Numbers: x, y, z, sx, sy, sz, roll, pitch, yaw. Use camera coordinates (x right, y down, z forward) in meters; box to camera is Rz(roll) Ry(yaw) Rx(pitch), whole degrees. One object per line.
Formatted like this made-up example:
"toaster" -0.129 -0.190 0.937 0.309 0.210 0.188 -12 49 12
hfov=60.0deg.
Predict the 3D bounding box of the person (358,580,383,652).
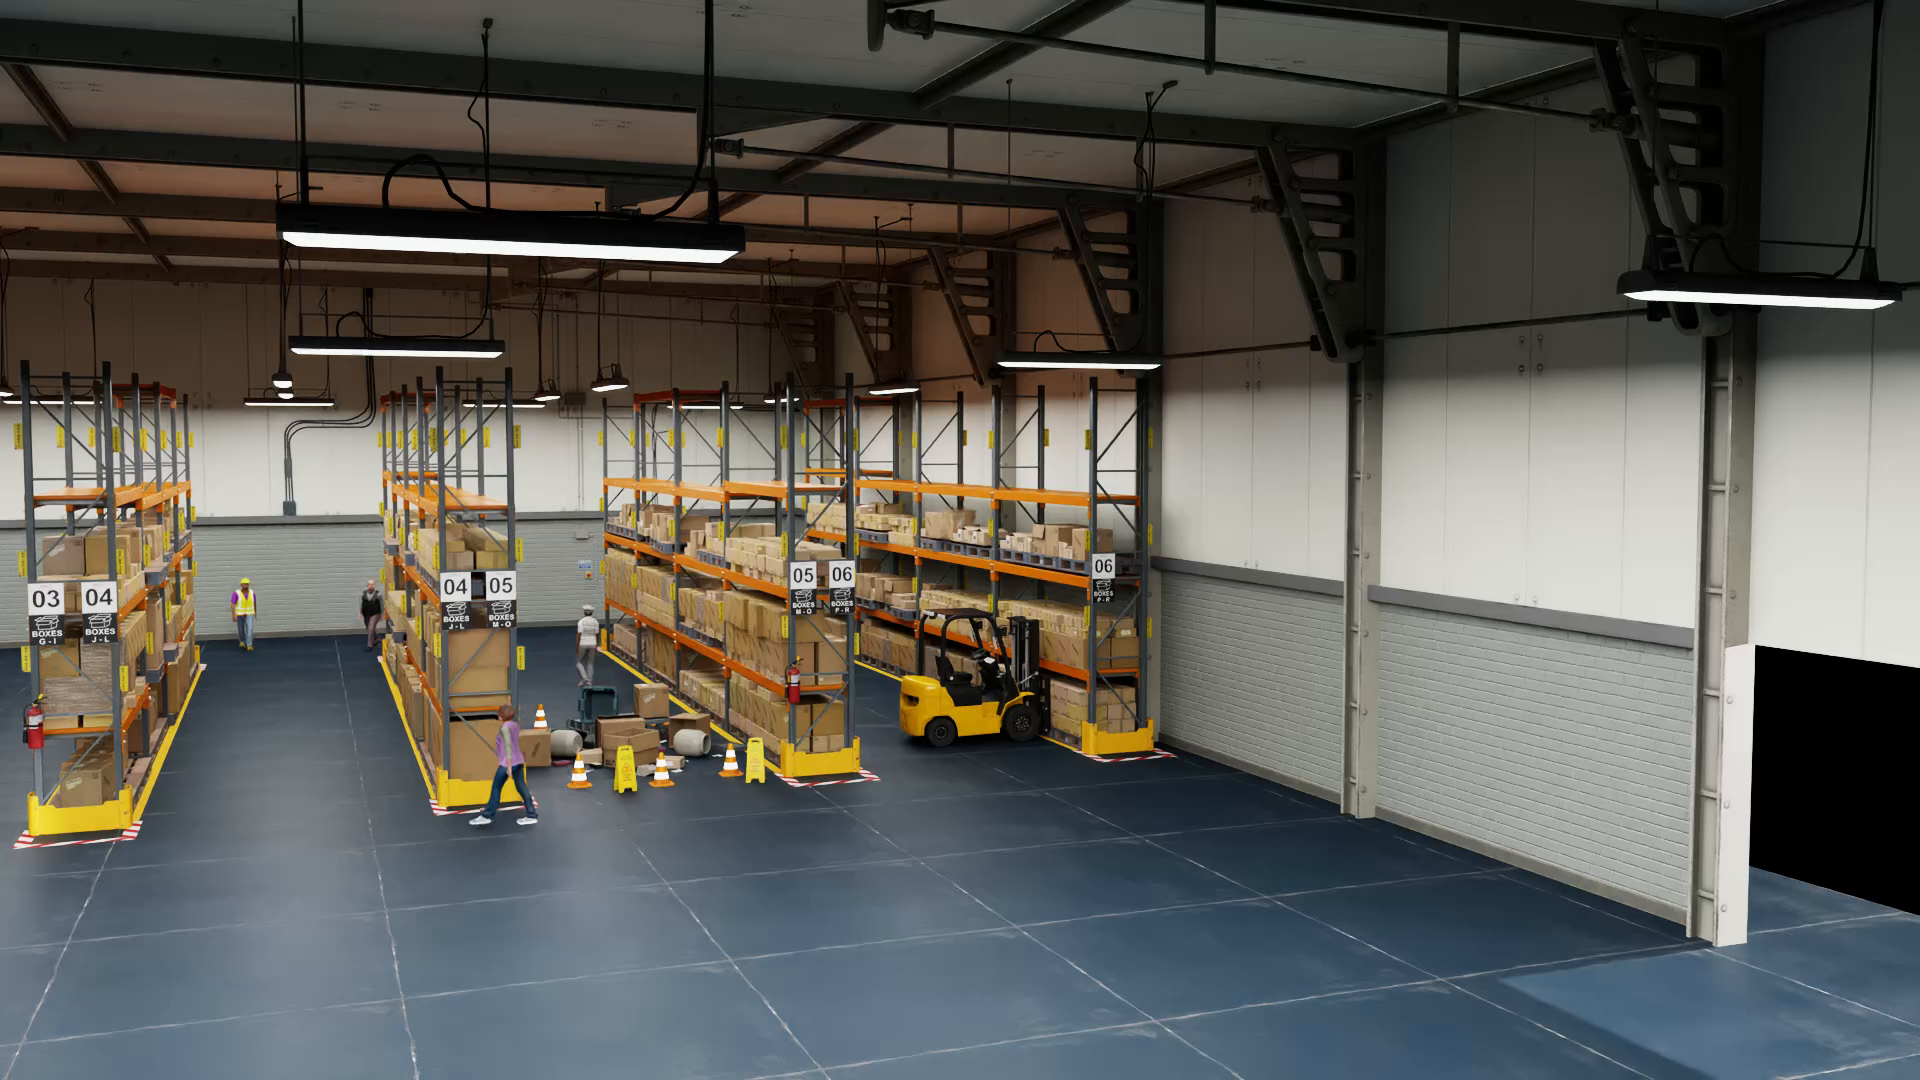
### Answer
"person" -13.963 1.783 39.436 0.512 1.673 1.065 0 3 7

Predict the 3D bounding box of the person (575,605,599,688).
"person" -7.465 2.154 33.360 0.491 1.672 0.449 -2 4 -29

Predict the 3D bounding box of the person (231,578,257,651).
"person" -16.995 1.766 39.477 0.572 1.714 1.093 -2 4 -25

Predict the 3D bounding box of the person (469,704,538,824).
"person" -5.880 2.904 21.541 0.847 1.553 0.454 1 4 14
